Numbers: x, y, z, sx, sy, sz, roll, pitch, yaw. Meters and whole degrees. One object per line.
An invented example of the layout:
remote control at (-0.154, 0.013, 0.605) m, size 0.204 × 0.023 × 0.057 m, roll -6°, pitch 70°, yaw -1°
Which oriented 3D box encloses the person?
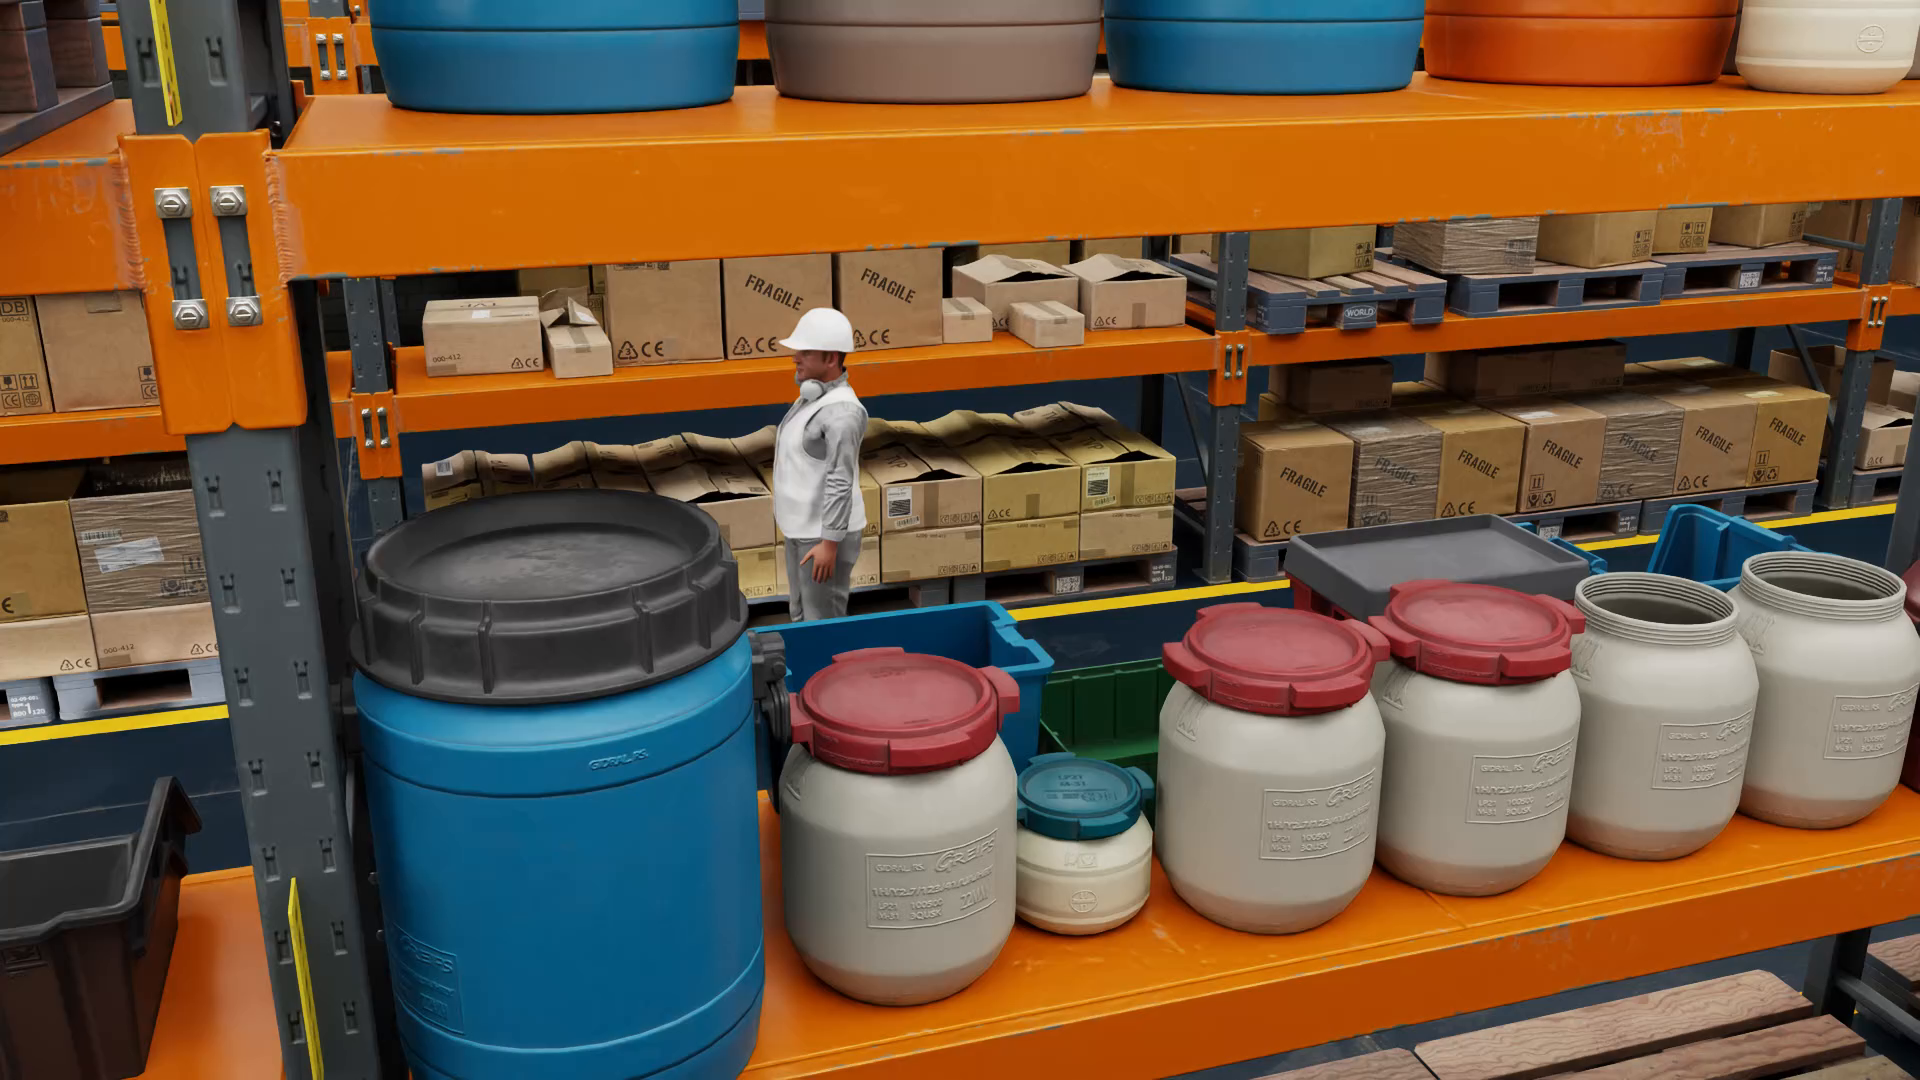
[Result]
person at (-0.562, -0.050, 6.677) m, size 0.359 × 1.772 × 0.533 m, roll -6°, pitch 20°, yaw -16°
